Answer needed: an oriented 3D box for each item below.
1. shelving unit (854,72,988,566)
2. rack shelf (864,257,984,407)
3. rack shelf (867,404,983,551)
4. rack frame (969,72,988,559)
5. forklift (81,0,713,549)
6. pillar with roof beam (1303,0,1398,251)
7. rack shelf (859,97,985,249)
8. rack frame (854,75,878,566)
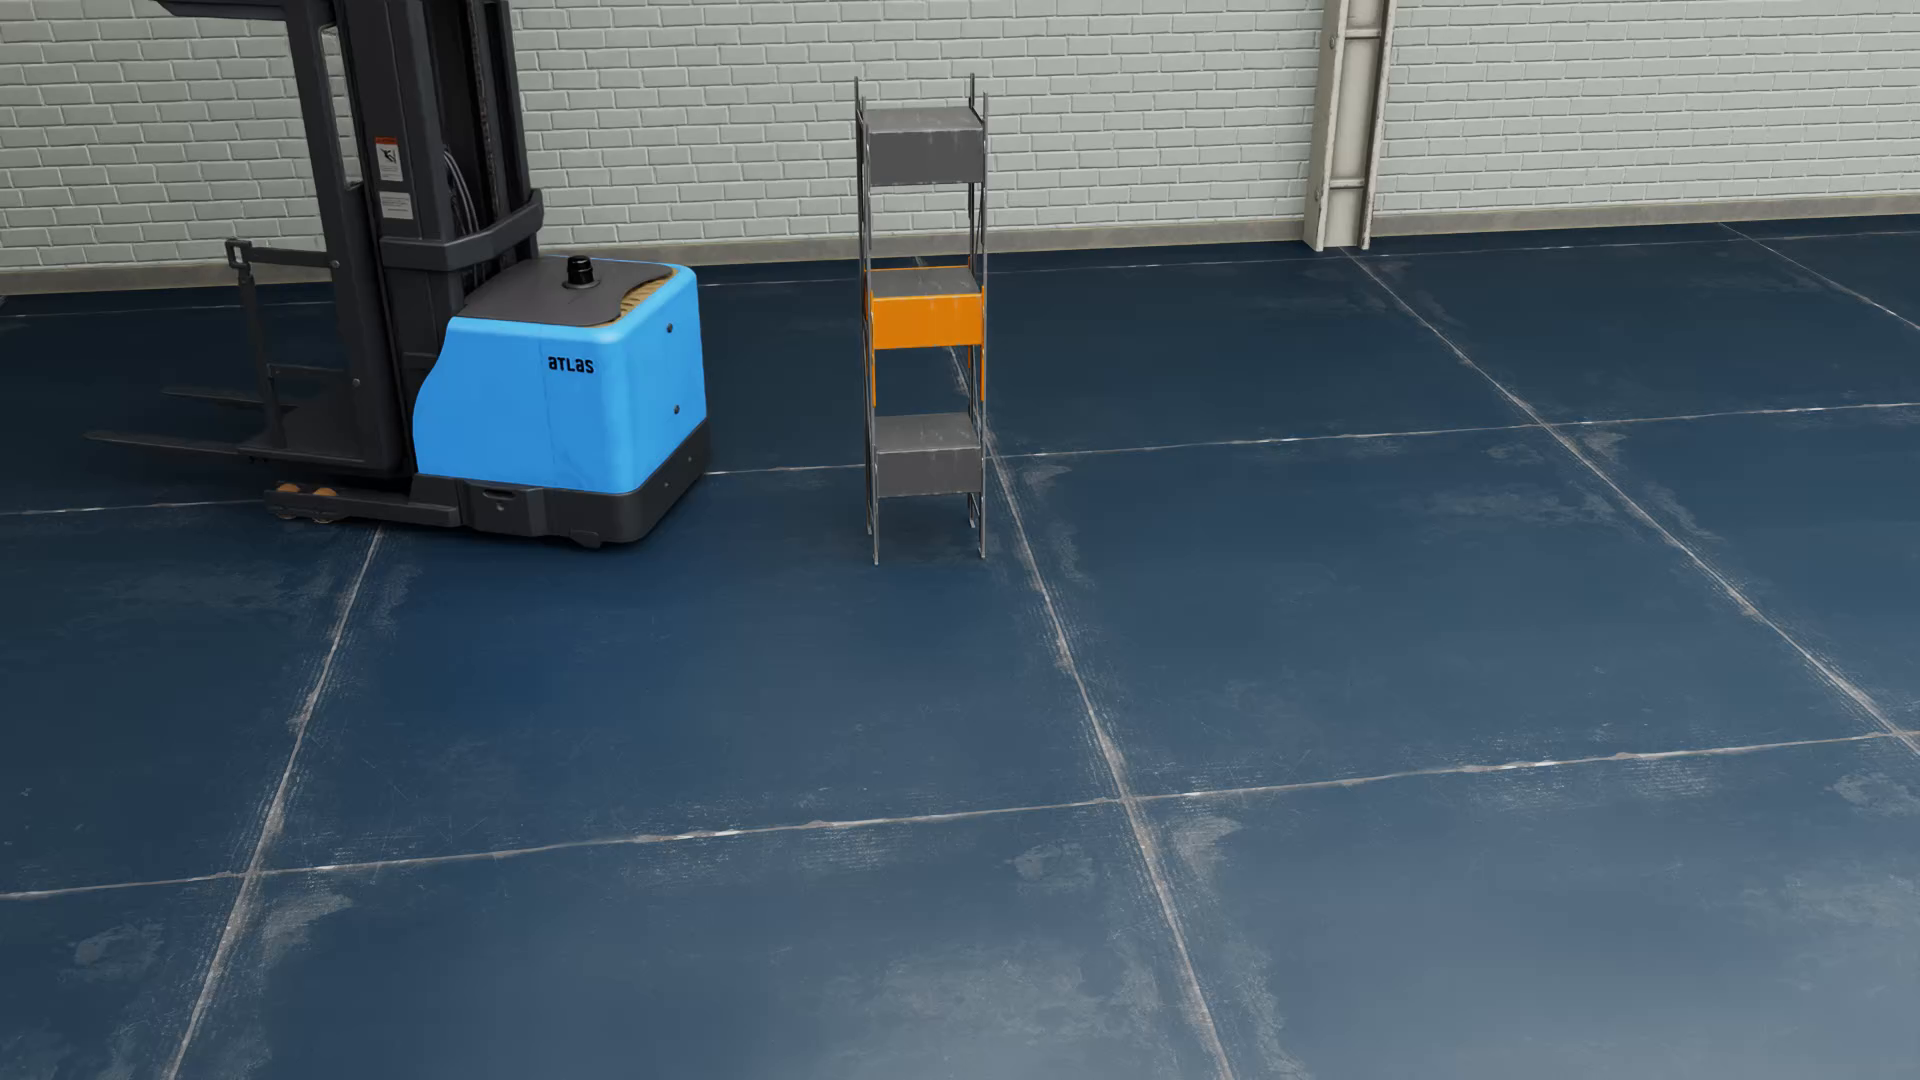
[{"bbox_3d":[-0.164,-0.924,7.250,0.503,2.100,0.431,-4,27,-7],"label":"shelving unit"},{"bbox_3d":[-0.164,-0.912,7.256,0.480,0.518,0.431,-4,27,-7],"label":"rack shelf"},{"bbox_3d":[-0.164,-0.289,7.576,0.480,0.518,0.431,-4,27,-7],"label":"rack shelf"},{"bbox_3d":[0.078,-0.939,7.280,0.015,2.100,0.400,-4,27,-7],"label":"rack frame"},{"bbox_3d":[-2.819,-1.608,7.674,3.031,2.935,1.130,6,28,12],"label":"forklift"},{"bbox_3d":[3.279,-4.175,6.029,0.400,9.000,9.100,-4,27,-7],"label":"pillar with roof beam"},{"bbox_3d":[-0.164,-1.534,6.937,0.480,0.518,0.431,-4,27,-7],"label":"rack shelf"},{"bbox_3d":[-0.406,-0.908,7.220,0.015,2.100,0.400,-4,27,-7],"label":"rack frame"}]
